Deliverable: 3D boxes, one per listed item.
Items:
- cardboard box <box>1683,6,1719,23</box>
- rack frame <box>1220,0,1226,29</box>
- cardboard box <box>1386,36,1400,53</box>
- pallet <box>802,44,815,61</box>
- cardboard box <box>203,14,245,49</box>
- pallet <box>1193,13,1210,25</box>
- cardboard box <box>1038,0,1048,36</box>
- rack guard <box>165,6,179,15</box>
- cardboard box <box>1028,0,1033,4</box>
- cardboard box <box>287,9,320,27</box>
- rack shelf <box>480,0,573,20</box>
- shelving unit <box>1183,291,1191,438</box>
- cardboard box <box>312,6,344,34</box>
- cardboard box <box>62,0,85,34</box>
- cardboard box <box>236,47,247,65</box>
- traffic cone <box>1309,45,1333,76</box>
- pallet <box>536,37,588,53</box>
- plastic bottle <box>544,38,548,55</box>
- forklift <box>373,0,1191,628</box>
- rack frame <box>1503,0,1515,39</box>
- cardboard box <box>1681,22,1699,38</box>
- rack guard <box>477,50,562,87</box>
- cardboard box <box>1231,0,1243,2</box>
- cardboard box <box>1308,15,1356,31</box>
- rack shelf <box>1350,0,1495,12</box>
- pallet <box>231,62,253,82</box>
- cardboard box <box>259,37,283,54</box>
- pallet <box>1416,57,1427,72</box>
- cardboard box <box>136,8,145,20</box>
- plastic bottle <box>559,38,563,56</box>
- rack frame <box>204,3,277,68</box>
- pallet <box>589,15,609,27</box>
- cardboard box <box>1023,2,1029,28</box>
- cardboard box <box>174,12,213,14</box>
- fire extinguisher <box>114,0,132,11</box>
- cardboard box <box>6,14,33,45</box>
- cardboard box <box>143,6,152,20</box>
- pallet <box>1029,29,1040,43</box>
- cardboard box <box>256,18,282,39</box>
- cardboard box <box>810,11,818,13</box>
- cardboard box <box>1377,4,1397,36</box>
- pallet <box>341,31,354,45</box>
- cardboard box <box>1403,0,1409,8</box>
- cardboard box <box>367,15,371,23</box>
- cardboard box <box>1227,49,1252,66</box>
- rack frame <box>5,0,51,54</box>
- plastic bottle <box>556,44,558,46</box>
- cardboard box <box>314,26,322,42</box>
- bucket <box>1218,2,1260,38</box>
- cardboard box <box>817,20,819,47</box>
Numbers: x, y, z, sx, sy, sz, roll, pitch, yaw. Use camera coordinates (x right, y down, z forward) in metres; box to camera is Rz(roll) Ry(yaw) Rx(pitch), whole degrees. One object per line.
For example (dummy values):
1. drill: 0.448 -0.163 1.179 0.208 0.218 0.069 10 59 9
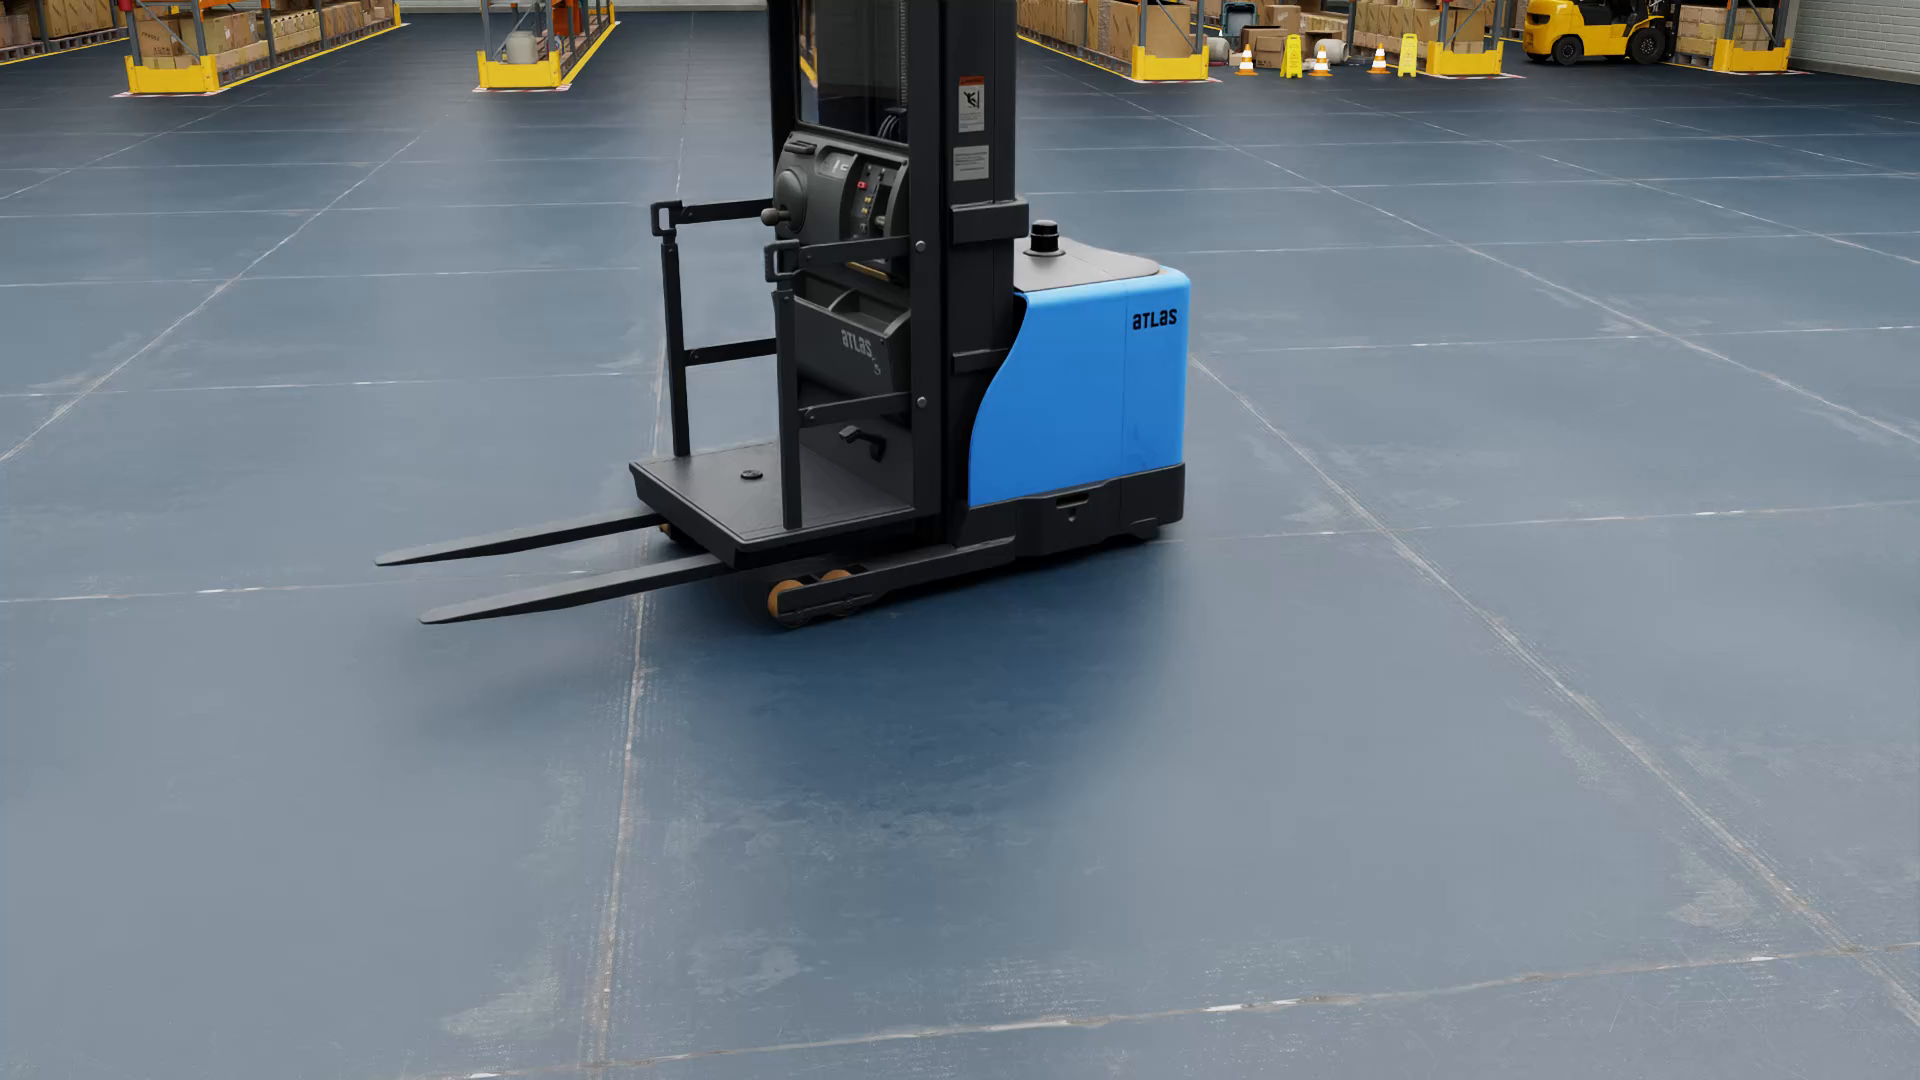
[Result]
1. cardboard box: 12.631 -8.901 28.161 0.500 0.250 0.500 -3 21 -7
2. rack frame: 6.444 -13.107 37.521 1.000 3.000 0.127 -3 21 -8
3. cardboard box: 7.644 -8.487 28.483 0.500 0.250 0.500 -4 21 -10
4. pallet: -2.323 -8.800 29.976 1.003 0.211 1.213 -3 21 -8
5. cardboard box: -11.506 -7.930 25.919 0.500 0.500 0.500 -3 21 -8
6. pallet: 6.233 -12.491 39.858 1.003 0.211 1.213 -3 21 -8
7. cardboard box: 2.136 -10.365 32.794 1.050 0.750 0.750 -3 21 -8
8. rack guard: -18.647 -12.080 38.344 1.175 0.500 0.348 -3 21 -8
9. cardboard box: 1.696 -11.212 34.349 0.500 0.250 0.500 -3 21 -7
10. cardboard box: -12.270 -9.726 30.998 0.500 0.311 0.500 -2 21 -6
11. rack shelf: -6.822 -8.558 26.370 1.077 0.370 4.000 -3 21 -8
12. shelving unit: 0.801 -0.625 7.101 0.258 0.900 0.210 -12 24 -31
13. cardboard box: -12.520 -10.286 32.912 0.500 0.500 0.500 -3 21 -8
14. cardboard box: -17.586 -10.227 32.283 0.750 0.750 0.750 -3 21 -8
15. cardboard box: -11.507 -7.579 26.050 0.500 0.250 0.500 -3 21 -8
16. traffic cone: 5.786 -7.674 26.600 0.336 0.463 0.334 -3 21 -8
17. pallet: -7.613 -9.396 31.570 1.003 0.211 1.213 -3 21 -8
18. plastic bottle: -6.847 -8.226 27.718 0.152 0.276 0.135 -3 21 -8
19. forklift: -0.616 -1.273 5.935 3.031 2.935 1.130 -12 24 -29
20. rack frame: 11.932 -11.973 34.487 1.000 3.000 0.127 -3 21 -8
21. cardboard box: 12.644 -8.673 28.266 0.500 0.250 0.500 -3 21 -8
22. rack guard: -6.591 -7.055 24.891 1.175 0.500 0.348 -3 21 -8
23. cardboard box: 6.613 -12.097 37.255 0.875 0.875 0.875 -2 21 -6
24. cardboard box: 7.311 -9.973 32.288 0.950 0.372 0.625 -2 21 -6
25. rack shelf: 7.886 -9.307 28.377 1.077 0.370 4.000 -3 21 -8
26. pallet: -11.760 -7.332 26.044 1.003 0.211 1.213 -3 21 -8
27. cardboard box: -11.825 -8.399 28.247 0.500 0.250 0.500 -3 21 -9
28. pallet: 8.081 -7.955 27.713 1.003 0.211 1.213 -3 21 -8
29. cardboard box: -18.214 -11.499 36.189 0.700 0.500 0.500 -2 21 -6
30. plastic bottle: -6.640 -8.192 27.615 0.061 0.283 0.133 -2 21 -4
31. rack frame: -12.012 -9.339 27.433 1.000 3.000 0.127 -3 21 -8
32. pallet: -8.759 -12.148 38.940 1.003 0.211 1.213 -3 21 -8
33. cardboard box: 1.620 -11.040 34.959 0.500 0.500 0.500 -4 21 -10
34. cardboard box: -12.111 -8.076 26.310 0.500 0.500 0.500 -3 21 -8
35. fire extinguisher: -11.878 -7.853 23.566 0.296 0.674 0.183 -3 21 -8
36. cardboard box: -17.335 -9.261 30.168 0.700 0.500 0.500 -3 21 -7
37. cardboard box: -18.298 -11.683 36.683 0.700 0.500 0.500 -4 21 -10
38. pallet: 2.026 -10.401 34.263 1.003 0.211 1.213 -3 21 -8
39. cardboard box: -11.825 -8.666 28.159 0.500 0.311 0.500 -3 21 -8
40. cardboard box: -2.488 -9.639 31.180 0.700 0.500 0.500 -1 21 -3
41. cardboard box: 7.577 -9.014 28.822 0.500 0.500 0.500 -2 21 -5
42. pallet: -12.832 -10.099 33.454 1.003 0.211 1.213 -3 21 -8
43. cardboard box: 7.648 -8.991 27.832 0.380 0.149 0.250 -3 21 -7
44. cardboard box: -13.146 -11.443 36.486 0.380 0.166 0.250 -3 21 -8
45. cardboard box: 4.784 -8.269 28.477 0.396 0.266 0.258 1 20 2
46. rack frame: -17.490 -10.472 30.468 1.000 3.000 0.127 -3 21 -8
47. plastic bottle: -6.550 -7.927 26.924 0.097 0.271 0.097 0 20 0
48. cardboard box: -12.272 -9.462 31.093 0.500 0.250 0.500 -2 21 -6
49. bucket: 5.015 -9.300 29.835 0.726 0.611 0.620 4 11 11
50. cardboard box: -2.191 -8.722 28.754 0.500 0.500 0.500 -4 21 -9
